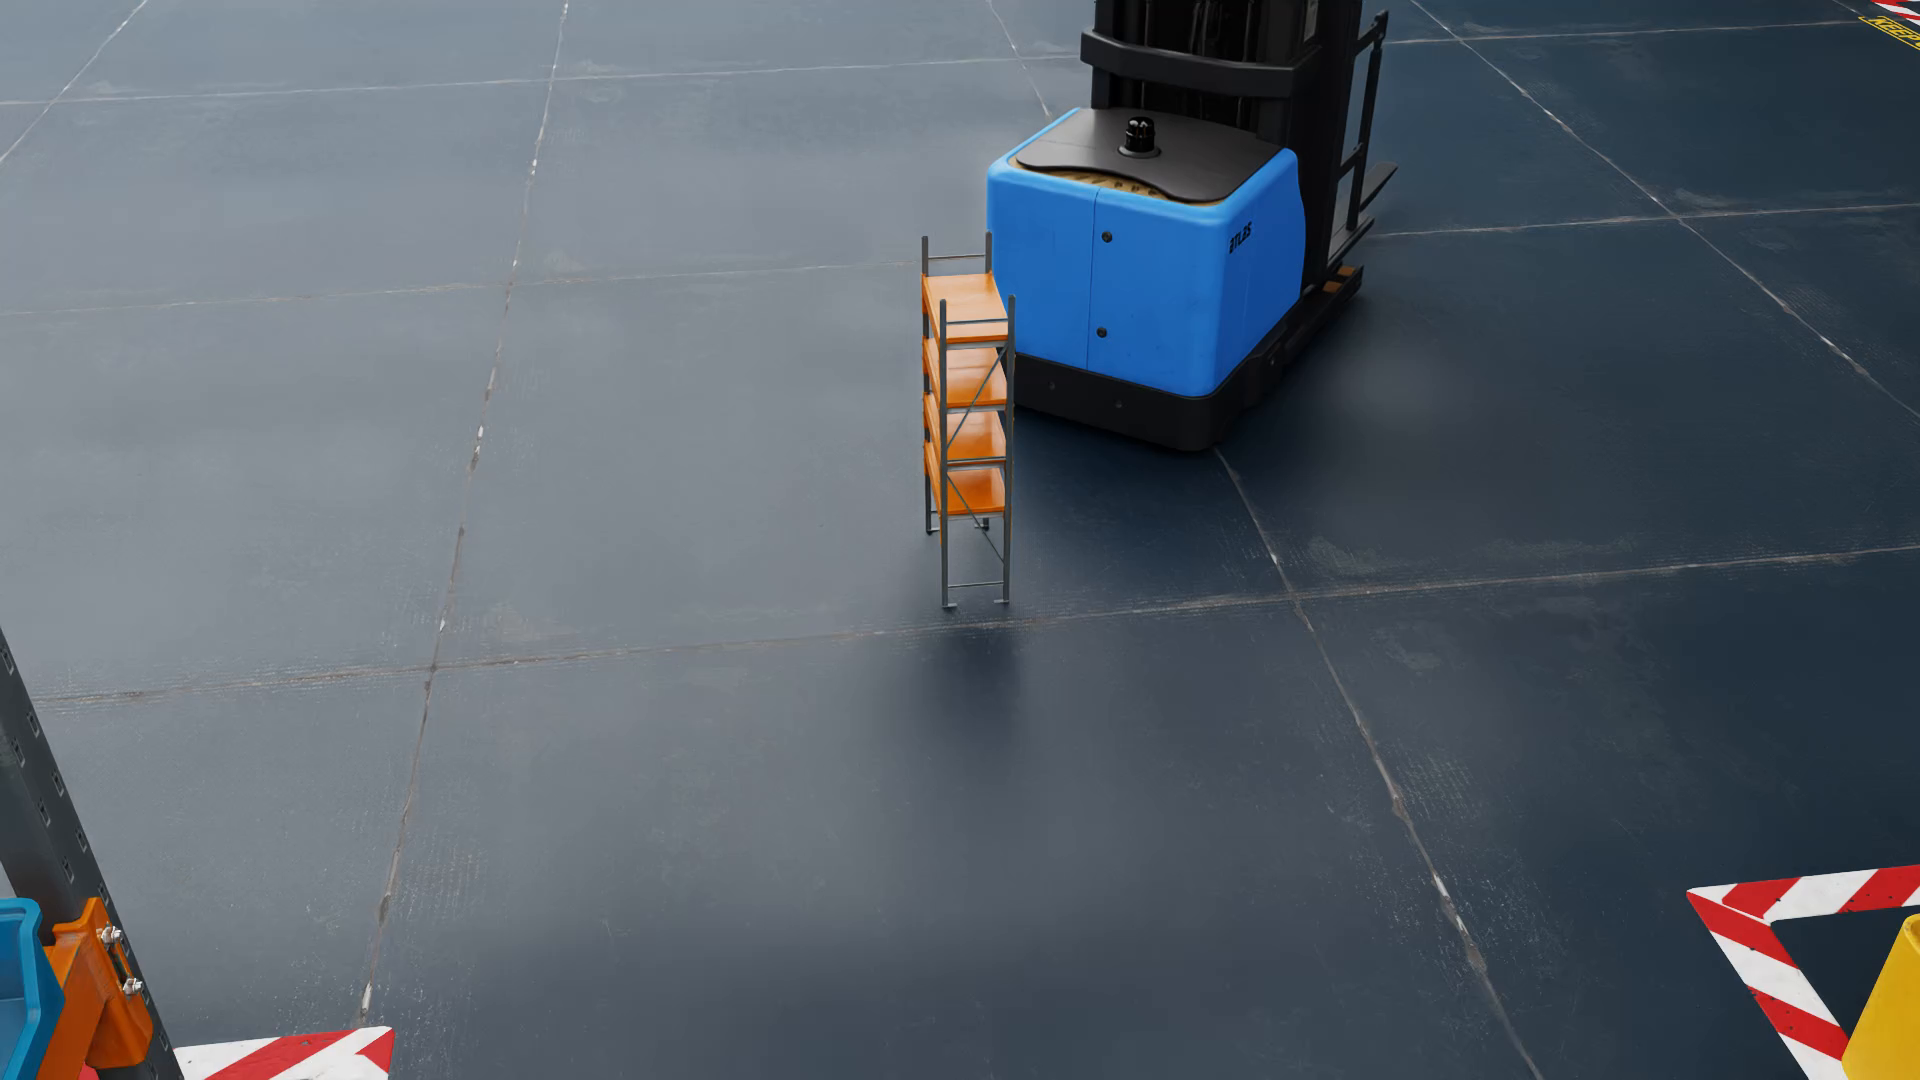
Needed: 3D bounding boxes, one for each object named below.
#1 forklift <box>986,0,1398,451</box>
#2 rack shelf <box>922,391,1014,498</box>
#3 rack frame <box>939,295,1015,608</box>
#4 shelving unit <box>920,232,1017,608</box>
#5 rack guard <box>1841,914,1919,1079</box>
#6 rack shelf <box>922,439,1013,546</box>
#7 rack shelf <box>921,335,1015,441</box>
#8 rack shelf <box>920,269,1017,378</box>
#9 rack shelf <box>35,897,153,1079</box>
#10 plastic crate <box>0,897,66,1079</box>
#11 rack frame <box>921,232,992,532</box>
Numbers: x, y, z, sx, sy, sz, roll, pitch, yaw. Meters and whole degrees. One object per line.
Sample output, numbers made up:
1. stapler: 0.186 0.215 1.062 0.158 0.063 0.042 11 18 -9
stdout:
1. forklift: 1.261 -2.371 7.126 1.130 2.935 3.031 18 38 24
2. rack shelf: 0.022 -0.348 5.814 0.258 0.148 0.480 -4 35 -6
3. rack frame: 0.055 -0.267 5.577 0.240 1.200 0.015 -4 35 -6
4. shelving unit: 0.022 -0.403 5.777 0.258 1.200 0.503 -4 35 -6
5. rack guard: 2.857 1.171 4.088 1.175 0.500 0.348 -4 35 -6
6. rack shelf: 0.022 -0.184 5.926 0.258 0.148 0.480 -4 35 -6
7. rack shelf: 0.022 -0.533 5.688 0.258 0.148 0.480 -4 35 -6
8. rack shelf: 0.022 -0.728 5.555 0.258 0.148 0.480 -4 35 -6
9. rack shelf: -1.780 1.938 1.382 1.077 0.370 4.000 -4 35 -6
10. plastic crate: -1.685 0.842 2.482 0.499 0.251 0.616 -4 35 -6
11. rack frame: -0.011 -0.540 5.976 0.240 1.200 0.015 -4 35 -6
